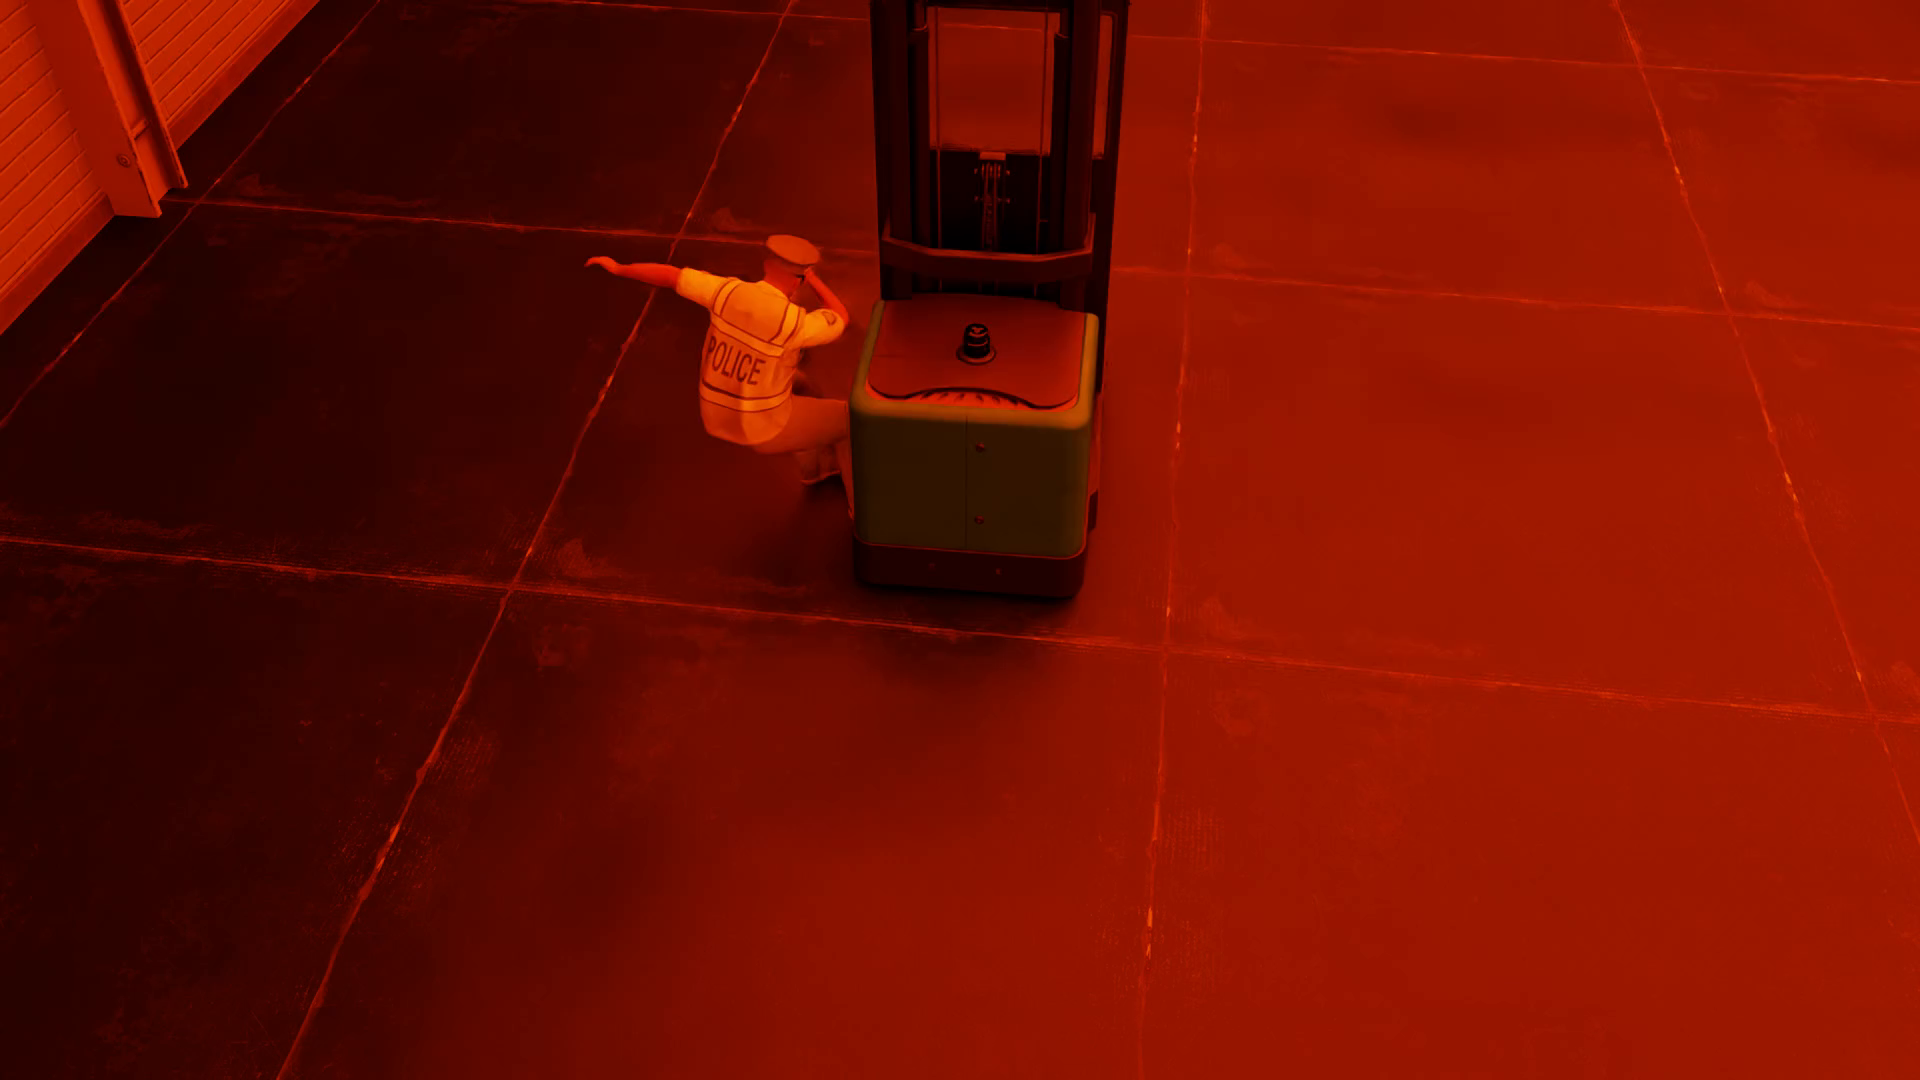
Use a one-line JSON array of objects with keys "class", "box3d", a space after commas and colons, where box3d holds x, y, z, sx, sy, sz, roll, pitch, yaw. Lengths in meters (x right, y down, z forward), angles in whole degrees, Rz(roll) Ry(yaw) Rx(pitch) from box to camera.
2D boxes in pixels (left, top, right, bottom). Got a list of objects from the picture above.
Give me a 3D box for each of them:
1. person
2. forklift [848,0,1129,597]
[{"class": "person", "box3d": [-0.965, -0.770, 7.713, 1.415, 1.442, 0.741, 24, 48, 24]}, {"class": "forklift", "box3d": [0.192, -1.816, 7.701, 1.130, 2.935, 3.031, 4, 43, 5]}]
